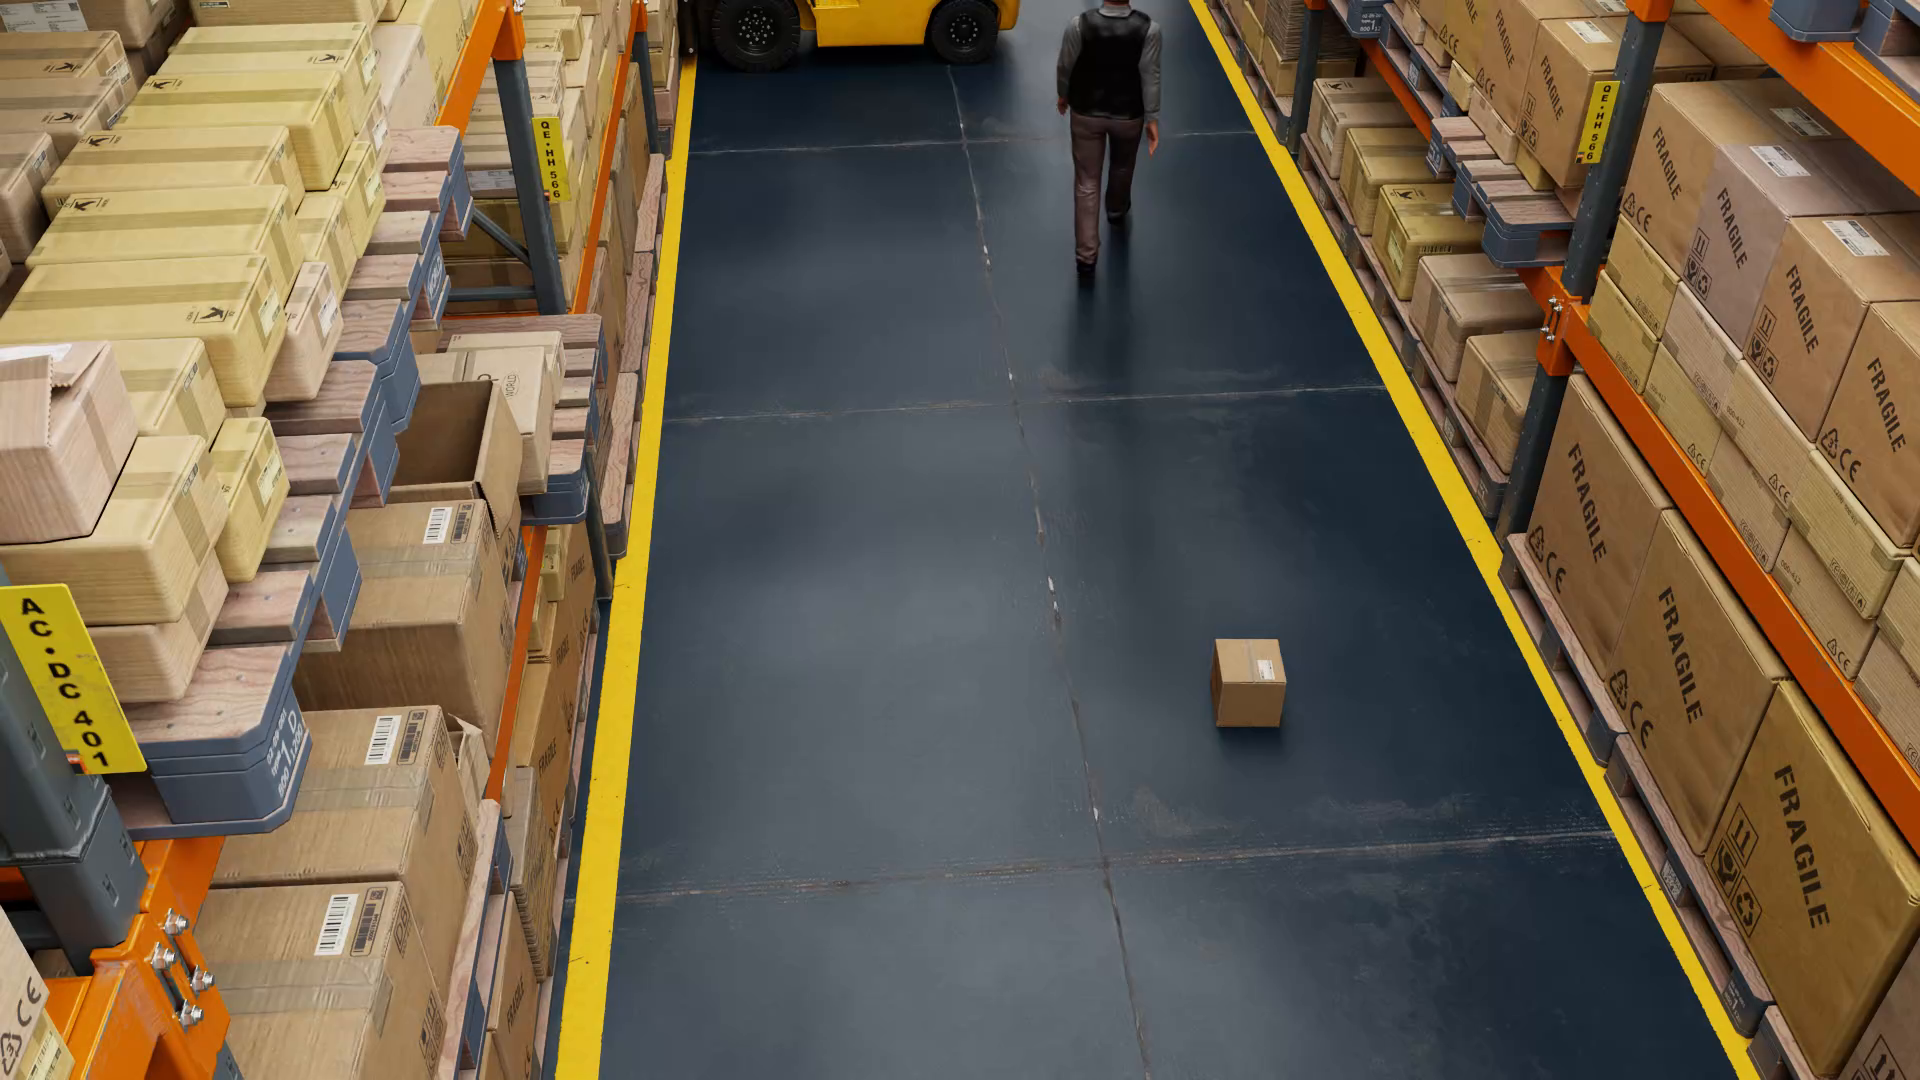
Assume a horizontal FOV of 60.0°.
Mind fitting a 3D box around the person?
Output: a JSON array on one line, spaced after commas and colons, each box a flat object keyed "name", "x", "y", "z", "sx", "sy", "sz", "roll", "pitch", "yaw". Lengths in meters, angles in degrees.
[{"name": "person", "x": 0.805, "y": -2.380, "z": 9.139, "sx": 0.565, "sy": 1.677, "sz": 1.001, "roll": 1, "pitch": 39, "yaw": 2}]
